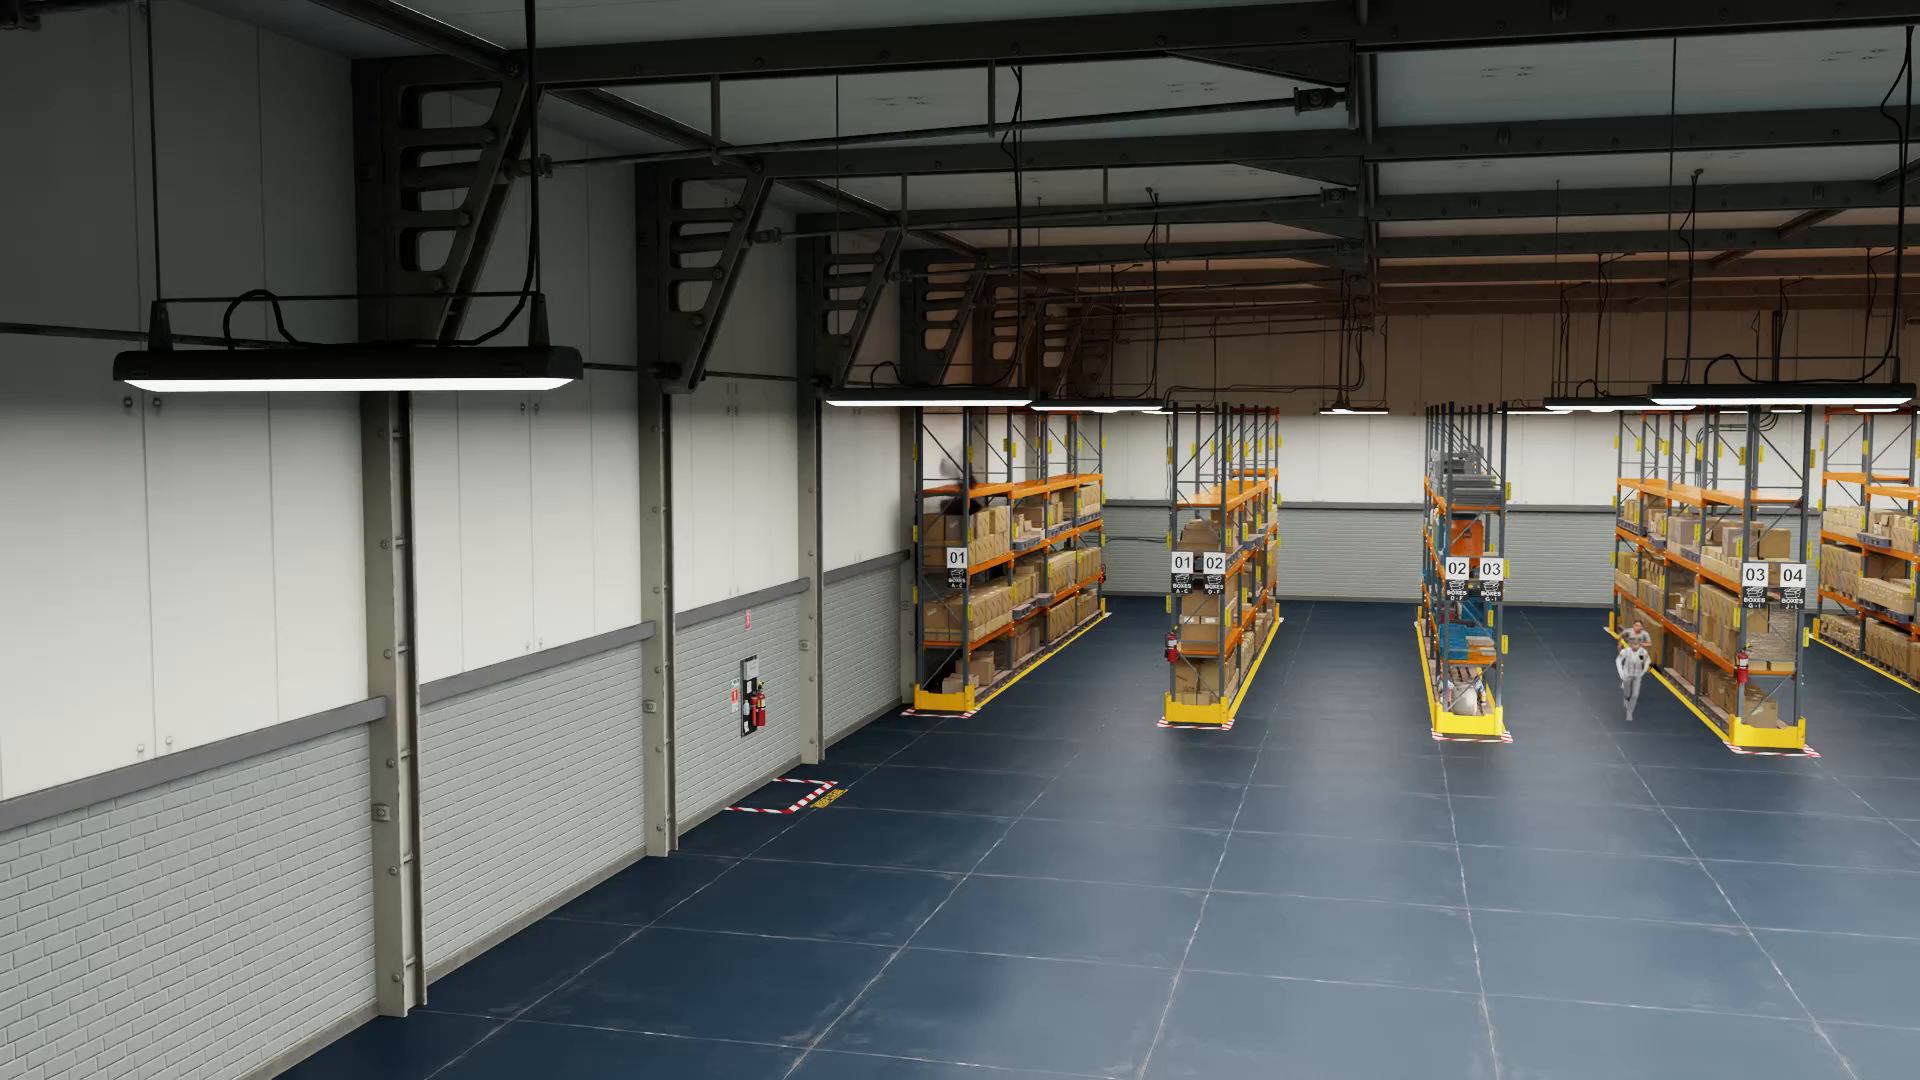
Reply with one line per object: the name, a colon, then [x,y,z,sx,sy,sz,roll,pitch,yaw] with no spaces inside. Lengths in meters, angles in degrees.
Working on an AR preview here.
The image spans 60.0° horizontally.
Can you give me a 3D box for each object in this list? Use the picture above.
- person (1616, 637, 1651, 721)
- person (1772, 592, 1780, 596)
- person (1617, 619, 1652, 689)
person: [12.786,2.609,31.644,0.620,1.631,0.852,1,4,9]
person: [20.552,1.810,41.709,0.656,1.801,0.758,1,4,16]
person: [14.081,2.420,34.728,0.644,1.548,0.728,1,4,19]
